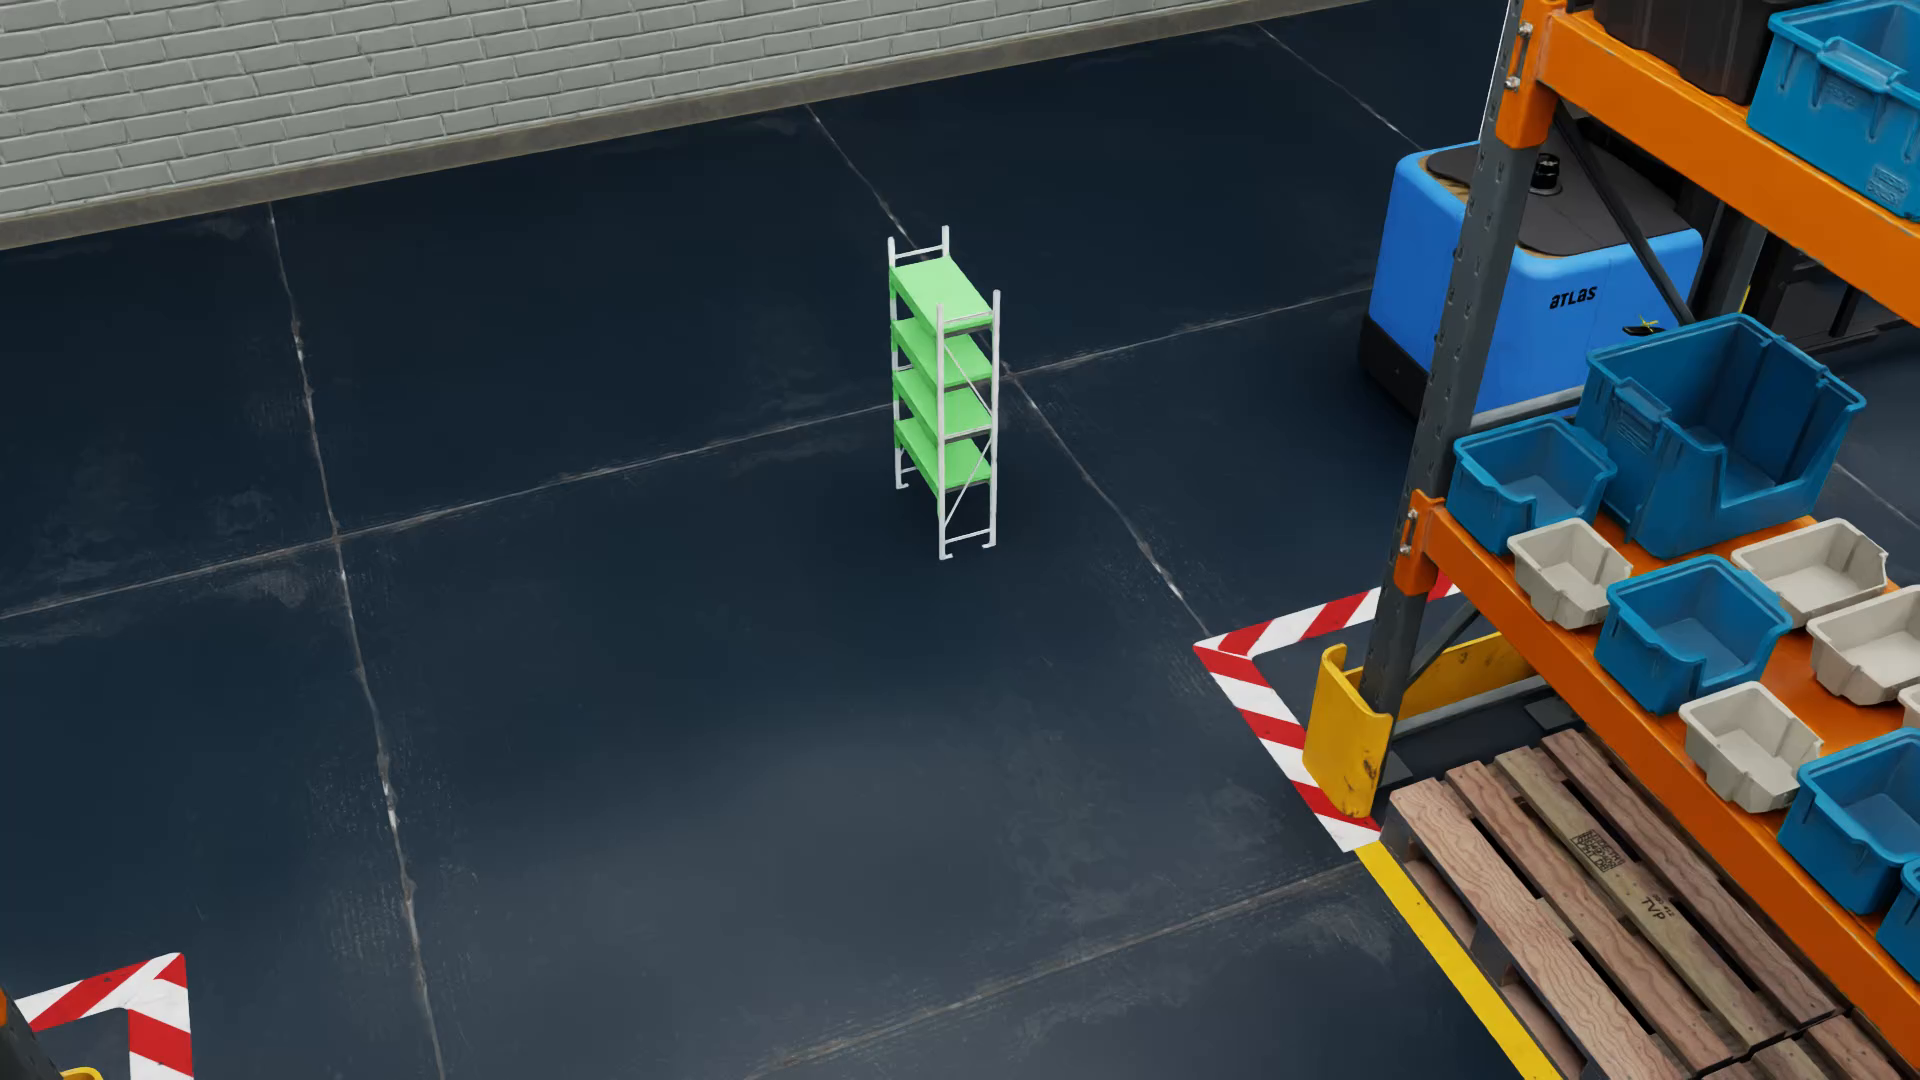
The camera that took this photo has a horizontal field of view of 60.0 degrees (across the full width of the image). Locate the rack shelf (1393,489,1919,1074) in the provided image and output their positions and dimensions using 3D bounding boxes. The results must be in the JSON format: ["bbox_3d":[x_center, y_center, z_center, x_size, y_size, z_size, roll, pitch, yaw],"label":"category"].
[{"bbox_3d":[2.575,1.062,3.766,1.077,0.370,4.000,-15,43,-17],"label":"rack shelf"}]

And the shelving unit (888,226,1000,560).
[{"bbox_3d":[-0.063,-0.555,6.475,0.258,1.200,0.503,-15,43,-17],"label":"shelving unit"}]

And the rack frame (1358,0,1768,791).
[{"bbox_3d":[1.810,-0.416,4.933,1.000,3.000,0.127,-15,43,-17],"label":"rack frame"}]

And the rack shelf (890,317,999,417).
[{"bbox_3d":[-0.063,-0.688,6.360,0.258,0.148,0.480,-15,43,-17],"label":"rack shelf"}]

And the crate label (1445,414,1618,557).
[{"bbox_3d":[1.600,-0.144,4.699,0.416,0.233,0.303,-15,43,-17],"label":"crate label"}]

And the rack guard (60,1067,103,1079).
[{"bbox_3d":[-2.739,1.811,4.260,1.175,0.500,0.348,-15,43,-17],"label":"rack guard"}]

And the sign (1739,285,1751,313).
[{"bbox_3d":[2.312,-0.625,5.051,0.100,0.325,0.005,-15,43,-17],"label":"sign"}]

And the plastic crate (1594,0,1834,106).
[{"bbox_3d":[1.699,-1.202,3.647,0.497,0.269,0.590,-15,43,-17],"label":"plastic crate"}]

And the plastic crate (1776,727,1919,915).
[{"bbox_3d":[2.104,0.649,3.777,0.416,0.233,0.300,-15,43,-17],"label":"plastic crate"}]

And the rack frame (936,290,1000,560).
[{"bbox_3d":[0.030,-0.408,6.304,0.240,1.200,0.015,-15,43,-17],"label":"rack frame"}]

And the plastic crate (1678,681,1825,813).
[{"bbox_3d":[1.906,0.515,4.007,0.250,0.136,0.298,-15,43,-17],"label":"plastic crate"}]

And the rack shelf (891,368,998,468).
[{"bbox_3d":[-0.063,-0.506,6.516,0.258,0.148,0.480,-15,43,-17],"label":"rack shelf"}]

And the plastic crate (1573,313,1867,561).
[{"bbox_3d":[2.110,-0.297,4.721,0.616,0.435,0.499,-15,43,-17],"label":"plastic crate"}]

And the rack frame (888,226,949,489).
[{"bbox_3d":[-0.157,-0.702,6.646,0.240,1.200,0.015,-15,43,-17],"label":"rack frame"}]

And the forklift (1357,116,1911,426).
[{"bbox_3d":[3.386,-1.965,6.787,3.031,2.935,1.130,-14,43,-16],"label":"forklift"}]

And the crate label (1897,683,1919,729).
[{"bbox_3d":[2.516,0.447,4.085,0.396,0.136,0.243,-15,43,-17],"label":"crate label"}]

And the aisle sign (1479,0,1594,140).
[{"bbox_3d":[1.508,-1.371,4.049,0.394,0.787,0.004,-15,43,-17],"label":"aisle sign"}]

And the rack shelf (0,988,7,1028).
[{"bbox_3d":[-2.003,2.295,2.332,1.077,0.370,4.000,-15,43,-17],"label":"rack shelf"}]

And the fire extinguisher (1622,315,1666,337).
[{"bbox_3d":[2.172,-0.449,5.317,0.296,0.674,0.183,-15,43,-17],"label":"fire extinguisher"}]

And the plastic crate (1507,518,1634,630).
[{"bbox_3d":[1.646,0.106,4.482,0.250,0.136,0.298,-15,43,-17],"label":"plastic crate"}]

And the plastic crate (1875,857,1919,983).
[{"bbox_3d":[2.218,0.830,3.567,0.416,0.233,0.300,-15,43,-17],"label":"plastic crate"}]

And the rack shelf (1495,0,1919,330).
[{"bbox_3d":[2.575,-0.075,2.788,1.077,0.370,4.000,-15,43,-17],"label":"rack shelf"}]

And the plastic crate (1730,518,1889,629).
[{"bbox_3d":[2.289,0.108,4.480,0.396,0.136,0.243,-15,43,-17],"label":"plastic crate"}]

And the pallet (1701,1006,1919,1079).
[{"bbox_3d":[2.552,1.882,4.400,1.003,0.211,1.213,-15,43,-17],"label":"pallet"}]

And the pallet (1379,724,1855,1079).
[{"bbox_3d":[2.089,1.148,5.253,1.003,0.211,1.213,-15,43,-17],"label":"pallet"}]

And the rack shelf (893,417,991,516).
[{"bbox_3d":[-0.063,-0.324,6.673,0.258,0.148,0.480,-15,43,-17],"label":"rack shelf"}]

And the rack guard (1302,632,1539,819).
[{"bbox_3d":[1.788,0.521,5.761,1.175,0.500,0.348,-15,43,-17],"label":"rack guard"}]

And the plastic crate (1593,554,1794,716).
[{"bbox_3d":[1.852,0.252,4.238,0.416,0.233,0.300,-15,43,-17],"label":"plastic crate"}]

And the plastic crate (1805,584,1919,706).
[{"bbox_3d":[2.386,0.286,4.273,0.396,0.136,0.243,-15,43,-17],"label":"plastic crate"}]

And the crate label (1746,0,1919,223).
[{"bbox_3d":[1.864,-0.860,3.263,0.408,0.251,0.502,-15,43,-17],"label":"crate label"}]

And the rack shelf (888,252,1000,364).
[{"bbox_3d":[-0.063,-0.870,6.203,0.258,0.148,0.480,-15,43,-17],"label":"rack shelf"}]
